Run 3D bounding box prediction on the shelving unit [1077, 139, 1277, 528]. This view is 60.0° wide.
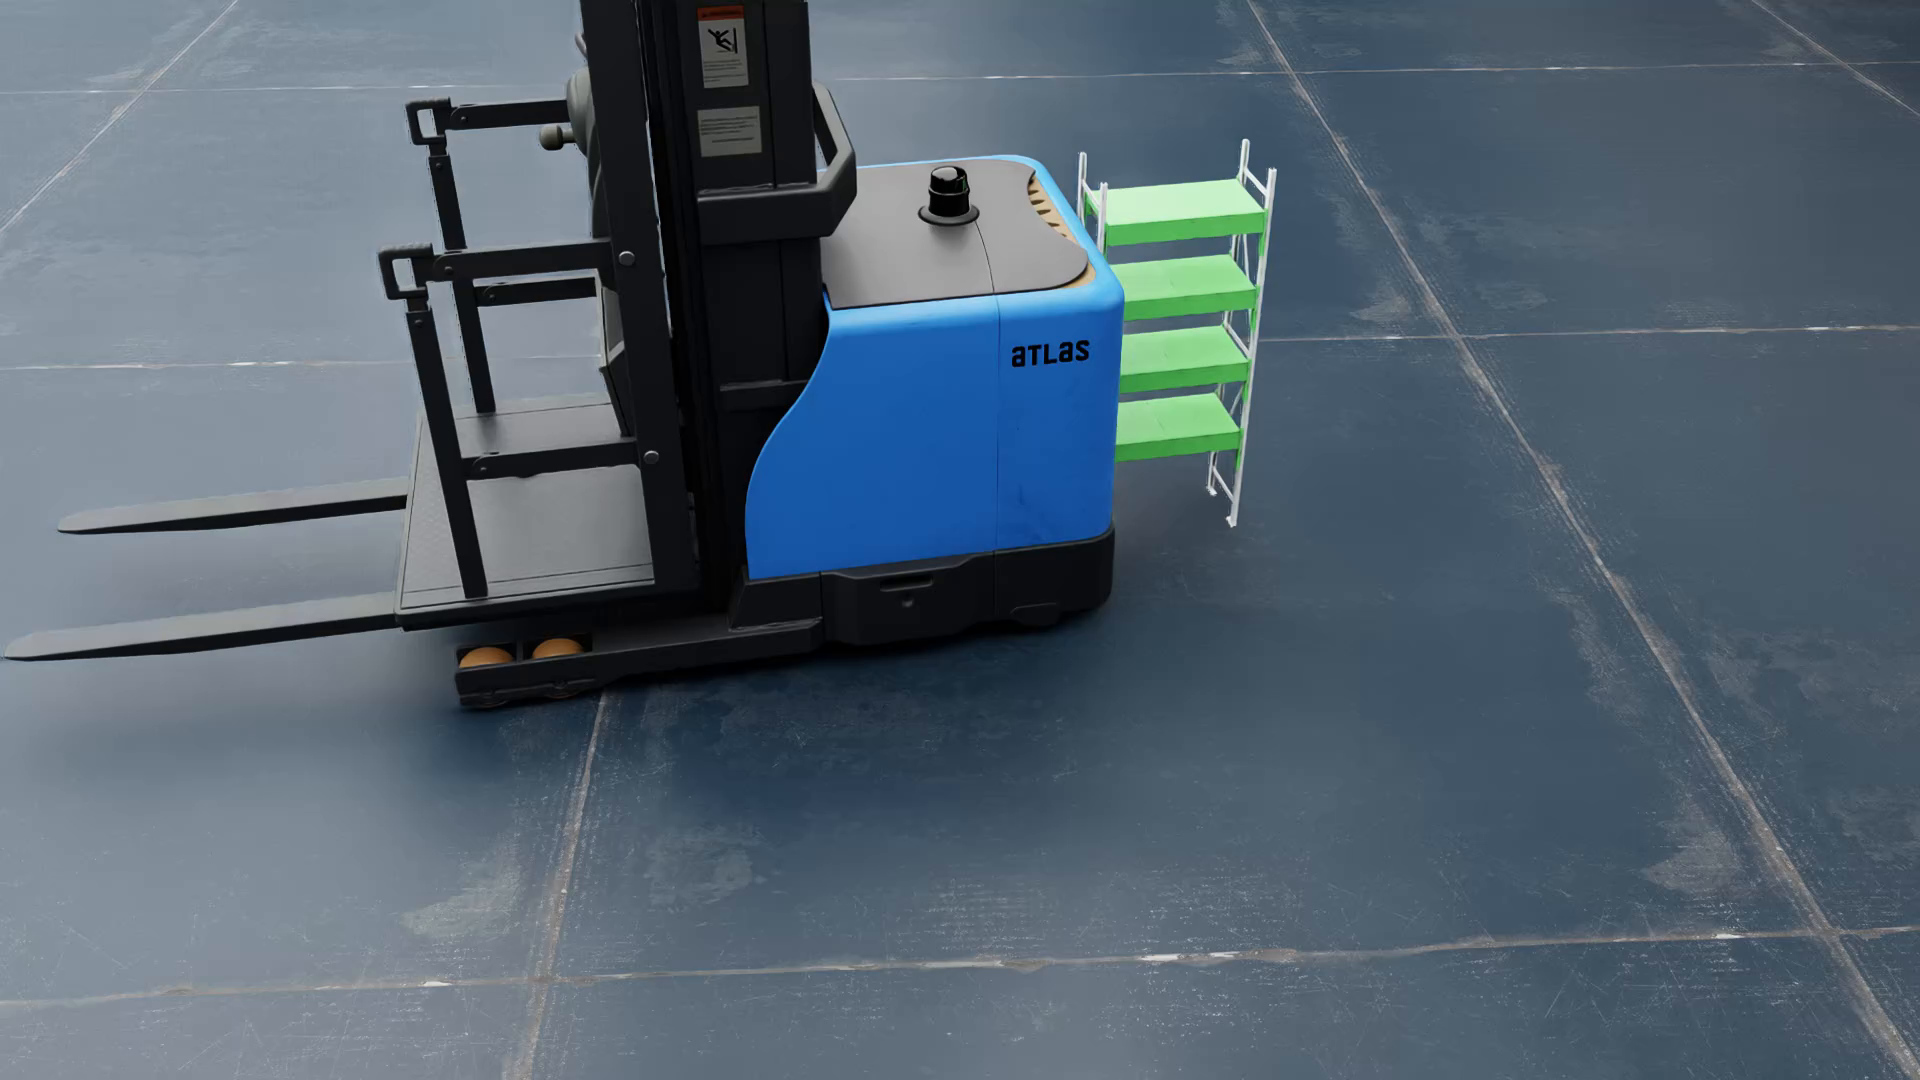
[{"bbox_3d":[0.611,-0.572,5.023,0.503,1.200,0.258,-7,35,-10],"label":"shelving unit"}]

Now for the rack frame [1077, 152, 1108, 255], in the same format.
[{"bbox_3d":[0.372,-0.544,4.982,0.015,1.200,0.240,-7,35,-10],"label":"rack frame"}]

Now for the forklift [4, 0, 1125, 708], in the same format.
[{"bbox_3d":[-1.123,-1.072,4.224,3.031,2.935,1.130,-7,35,-10],"label":"forklift"}]

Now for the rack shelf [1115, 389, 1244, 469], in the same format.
[{"bbox_3d":[0.611,-0.322,5.196,0.480,0.148,0.258,-7,35,-10],"label":"rack shelf"}]

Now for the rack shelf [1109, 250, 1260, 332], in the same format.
[{"bbox_3d":[0.611,-0.717,4.922,0.480,0.148,0.258,-7,35,-10],"label":"rack shelf"}]

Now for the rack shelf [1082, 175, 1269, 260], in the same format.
[{"bbox_3d":[0.611,-0.915,4.786,0.480,0.148,0.258,-7,35,-10],"label":"rack shelf"}]

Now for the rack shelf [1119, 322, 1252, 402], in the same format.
[{"bbox_3d":[0.611,-0.520,5.059,0.480,0.148,0.258,-7,35,-10],"label":"rack shelf"}]

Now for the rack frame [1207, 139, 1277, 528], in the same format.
[{"bbox_3d":[0.850,-0.601,5.064,0.015,1.200,0.240,-7,35,-10],"label":"rack frame"}]
